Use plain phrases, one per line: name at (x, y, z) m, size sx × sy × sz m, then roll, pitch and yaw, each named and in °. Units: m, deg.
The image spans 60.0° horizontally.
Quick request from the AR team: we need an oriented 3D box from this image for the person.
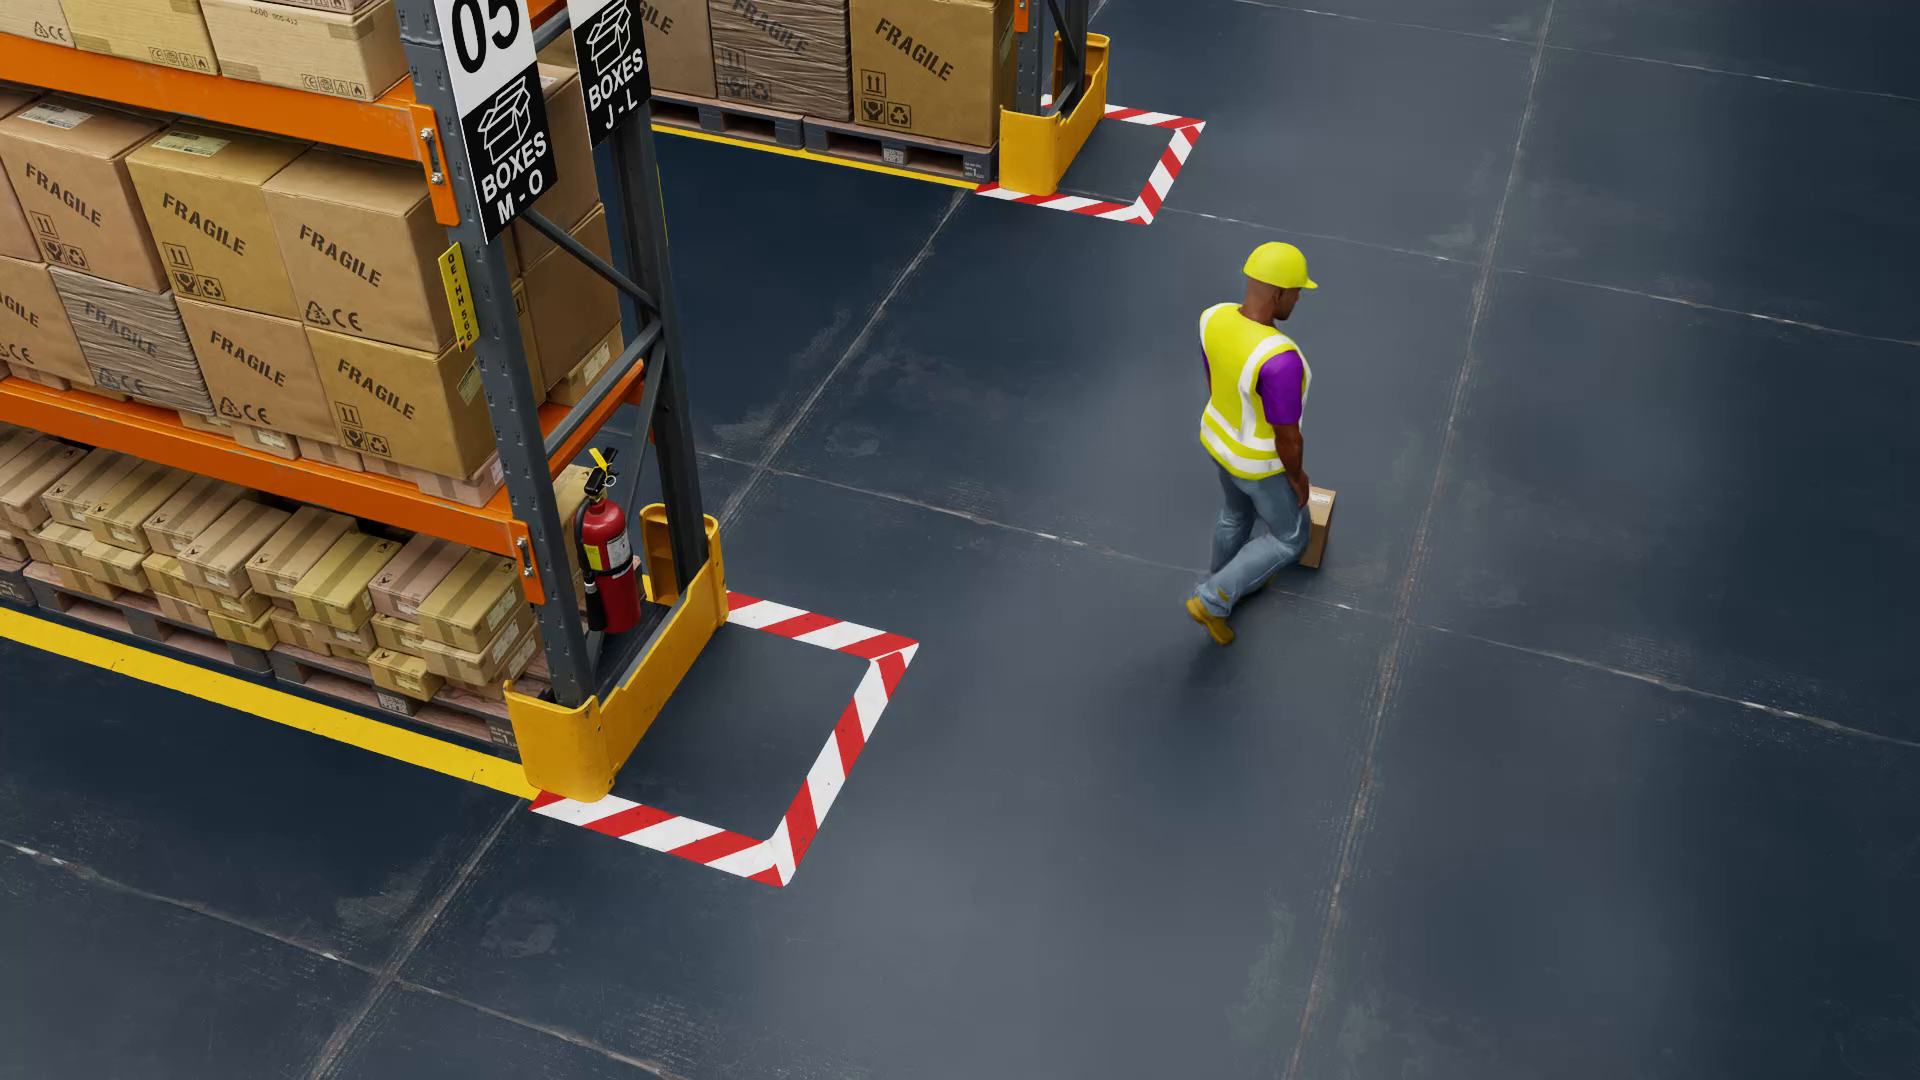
person at (1.134, -0.355, 6.522) m, size 0.581 × 1.761 × 0.597 m, roll -17°, pitch 44°, yaw -18°
